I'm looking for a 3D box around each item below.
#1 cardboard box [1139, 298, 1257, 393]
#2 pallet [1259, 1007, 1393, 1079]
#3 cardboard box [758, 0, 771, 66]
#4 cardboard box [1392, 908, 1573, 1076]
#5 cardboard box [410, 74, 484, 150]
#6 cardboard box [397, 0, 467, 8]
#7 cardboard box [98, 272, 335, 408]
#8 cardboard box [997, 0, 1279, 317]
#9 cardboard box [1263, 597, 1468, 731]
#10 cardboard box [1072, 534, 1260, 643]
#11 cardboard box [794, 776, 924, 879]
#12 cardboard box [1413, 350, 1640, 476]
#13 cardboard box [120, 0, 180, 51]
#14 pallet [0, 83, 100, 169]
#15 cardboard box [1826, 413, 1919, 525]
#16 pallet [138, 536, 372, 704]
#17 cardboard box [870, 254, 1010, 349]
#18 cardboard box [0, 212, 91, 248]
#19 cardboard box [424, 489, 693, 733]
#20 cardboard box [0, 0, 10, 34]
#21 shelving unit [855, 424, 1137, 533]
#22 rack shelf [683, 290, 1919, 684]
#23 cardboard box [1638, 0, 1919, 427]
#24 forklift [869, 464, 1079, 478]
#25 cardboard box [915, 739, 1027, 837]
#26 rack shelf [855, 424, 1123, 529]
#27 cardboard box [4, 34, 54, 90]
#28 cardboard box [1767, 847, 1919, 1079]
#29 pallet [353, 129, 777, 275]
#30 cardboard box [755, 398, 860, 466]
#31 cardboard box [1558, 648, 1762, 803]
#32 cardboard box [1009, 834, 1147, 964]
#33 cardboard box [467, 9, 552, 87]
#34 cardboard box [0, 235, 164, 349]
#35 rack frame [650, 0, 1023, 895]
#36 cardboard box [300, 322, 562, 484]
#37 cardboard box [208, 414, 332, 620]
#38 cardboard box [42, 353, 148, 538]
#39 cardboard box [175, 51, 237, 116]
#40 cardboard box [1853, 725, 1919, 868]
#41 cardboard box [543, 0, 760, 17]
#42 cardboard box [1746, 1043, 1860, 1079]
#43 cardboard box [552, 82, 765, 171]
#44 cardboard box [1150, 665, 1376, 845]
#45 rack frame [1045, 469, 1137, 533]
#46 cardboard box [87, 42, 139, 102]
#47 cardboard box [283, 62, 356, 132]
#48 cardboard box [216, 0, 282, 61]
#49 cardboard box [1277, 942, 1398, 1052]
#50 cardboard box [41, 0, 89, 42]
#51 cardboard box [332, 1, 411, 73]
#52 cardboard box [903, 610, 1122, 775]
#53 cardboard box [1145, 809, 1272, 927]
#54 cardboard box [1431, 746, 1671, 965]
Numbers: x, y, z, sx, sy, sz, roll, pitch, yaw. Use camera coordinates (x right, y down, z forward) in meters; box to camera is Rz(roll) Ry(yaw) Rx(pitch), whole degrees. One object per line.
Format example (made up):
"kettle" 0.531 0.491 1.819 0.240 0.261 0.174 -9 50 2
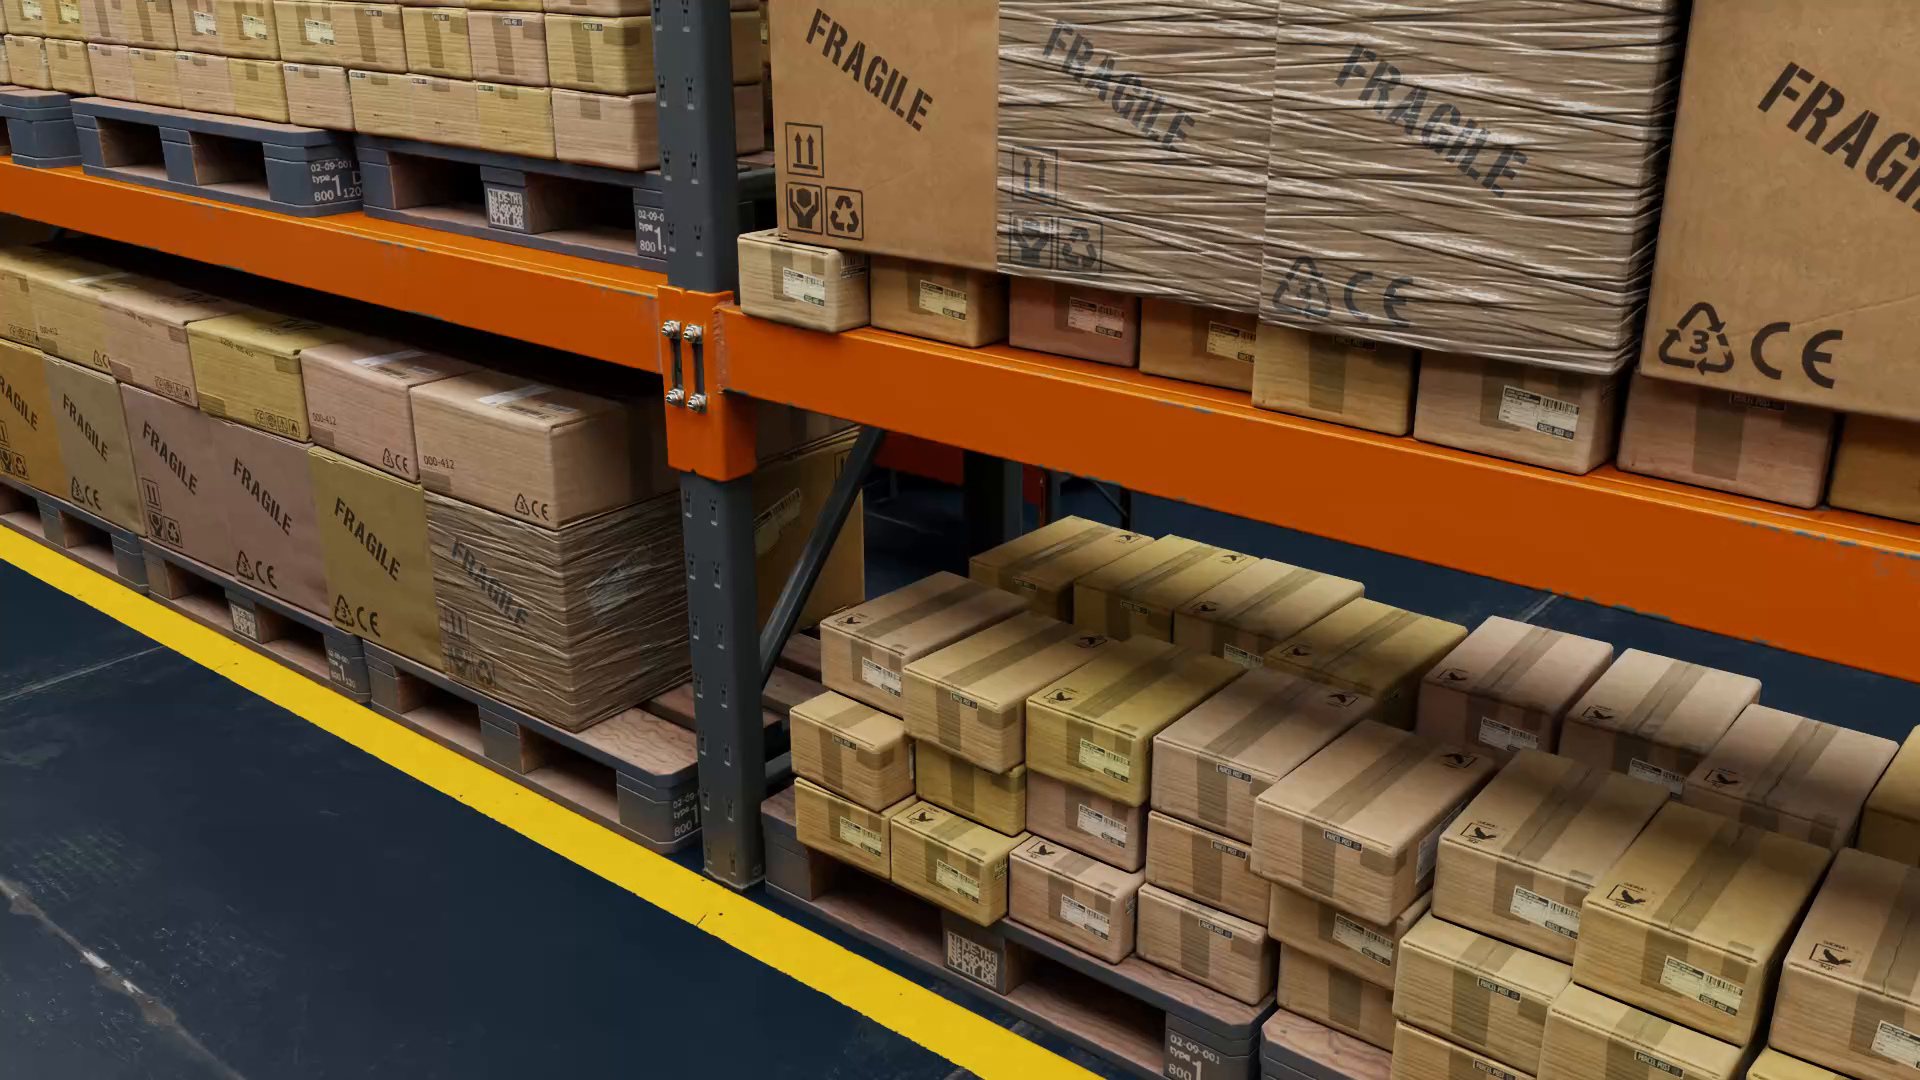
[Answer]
"cardboard box" 0.501 -0.366 2.744 0.250 0.149 0.380 15 25 34
"pallet" 1.286 0.936 2.887 1.213 0.211 1.003 16 26 36
"cardboard box" -0.422 -1.270 4.124 0.250 0.149 0.380 15 26 35
"cardboard box" 0.898 0.665 2.678 0.250 0.149 0.380 16 26 36
"cardboard box" -1.032 -1.008 3.852 0.250 0.149 0.380 16 26 36
"cardboard box" -1.048 -1.292 3.762 0.250 0.149 0.380 15 25 35
"cardboard box" -2.155 -0.604 4.903 0.500 0.250 0.500 16 26 37
"cardboard box" 0.407 -0.679 2.654 0.500 0.500 0.500 16 26 36
"cardboard box" 0.807 0.265 3.315 0.250 0.149 0.380 17 27 38
"cardboard box" 0.458 0.133 3.668 0.250 0.149 0.380 16 26 37
"cardboard box" -0.127 0.526 3.468 0.250 0.149 0.380 15 25 34
"cardboard box" 0.858 -0.230 2.383 0.250 0.149 0.380 17 27 39
"cardboard box" -2.058 -1.442 4.580 0.250 0.149 0.380 16 26 36
"pallet" -2.685 -1.454 5.544 1.003 0.211 1.213 16 26 36
"cardboard box" 1.304 -0.133 2.125 0.250 0.149 0.380 17 26 37
"pallet" -1.759 0.078 5.161 1.213 0.211 1.003 16 26 36
"cardboard box" 0.054 -0.473 3.028 0.250 0.149 0.380 17 27 38
"cardboard box" -3.719 -0.978 6.603 0.750 0.750 1.050 16 26 36
"cardboard box" -0.938 0.096 4.110 0.500 0.500 0.500 15 26 35
"cardboard box" -2.846 -1.669 5.182 0.250 0.149 0.380 18 27 39
"shelving unit" 0.011 -0.507 5.417 1.048 1.125 0.538 15 25 34
"rack shelf" 1.344 0.002 2.432 4.000 0.370 1.077 16 26 36
"cardboard box" 1.208 -0.445 2.034 0.500 0.500 0.500 18 27 39
"forklift" 0.111 -2.075 7.016 1.130 2.935 3.031 2 21 5
"cardboard box" 0.126 0.418 3.333 0.250 0.149 0.380 16 26 37
"rack shelf" 0.011 -0.278 5.504 1.000 0.278 0.538 15 25 34
"cardboard box" -2.668 -1.477 5.095 0.250 0.149 0.380 18 27 39
"cardboard box" 1.346 0.618 2.380 0.250 0.149 0.380 15 25 35
"pallet" -0.706 -0.901 4.079 1.213 0.211 1.003 16 26 36
"cardboard box" -0.611 -0.396 4.351 0.500 0.250 0.500 15 25 34
"cardboard box" 1.291 0.357 3.072 0.250 0.149 0.380 15 25 34
"cardboard box" 0.305 0.626 3.202 0.250 0.149 0.380 16 26 36
"cardboard box" -0.844 -1.092 3.653 0.250 0.149 0.380 16 26 37
"cardboard box" -2.923 -0.831 5.506 0.500 0.250 0.500 15 25 34
"rack frame" -0.206 -0.781 3.488 0.127 3.000 1.000 16 26 36
"cardboard box" -1.332 -0.374 4.294 0.500 0.250 0.500 18 27 39
"cardboard box" -1.730 -0.134 4.720 0.500 0.500 0.500 15 26 35
"cardboard box" -2.526 -0.361 5.323 0.500 0.500 0.500 16 26 37
"cardboard box" -1.856 -1.244 4.476 0.250 0.149 0.380 15 25 35
"cardboard box" 1.670 0.473 2.766 0.250 0.149 0.380 17 26 37
"cardboard box" -0.640 -1.174 3.449 0.250 0.149 0.380 18 27 39
"cardboard box" 1.304 0.780 2.371 0.250 0.149 0.380 18 27 39
"cardboard box" -0.638 -0.894 3.549 0.250 0.149 0.380 15 26 35
"cardboard box" 0.550 0.384 3.000 0.250 0.149 0.380 15 25 35
"rack frame" 0.416 -0.398 5.130 0.032 1.125 0.500 15 25 34
"cardboard box" -2.251 -1.359 4.781 0.250 0.149 0.380 17 27 38
"cardboard box" -1.445 -1.125 4.161 0.250 0.149 0.380 15 25 34
"cardboard box" -1.662 -1.327 4.275 0.250 0.149 0.380 16 26 37
"cardboard box" 0.764 0.720 2.954 0.250 0.149 0.380 15 25 34
"cardboard box" -2.441 -1.554 4.877 0.250 0.149 0.380 16 26 37
"cardboard box" -1.249 -1.208 3.960 0.250 0.149 0.380 15 25 35
"cardboard box" 0.106 0.289 3.252 0.250 0.149 0.380 18 27 39
"cardboard box" 0.545 0.523 3.053 0.250 0.149 0.380 15 25 34
"cardboard box" 0.959 0.502 2.689 0.250 0.149 0.380 15 25 34
